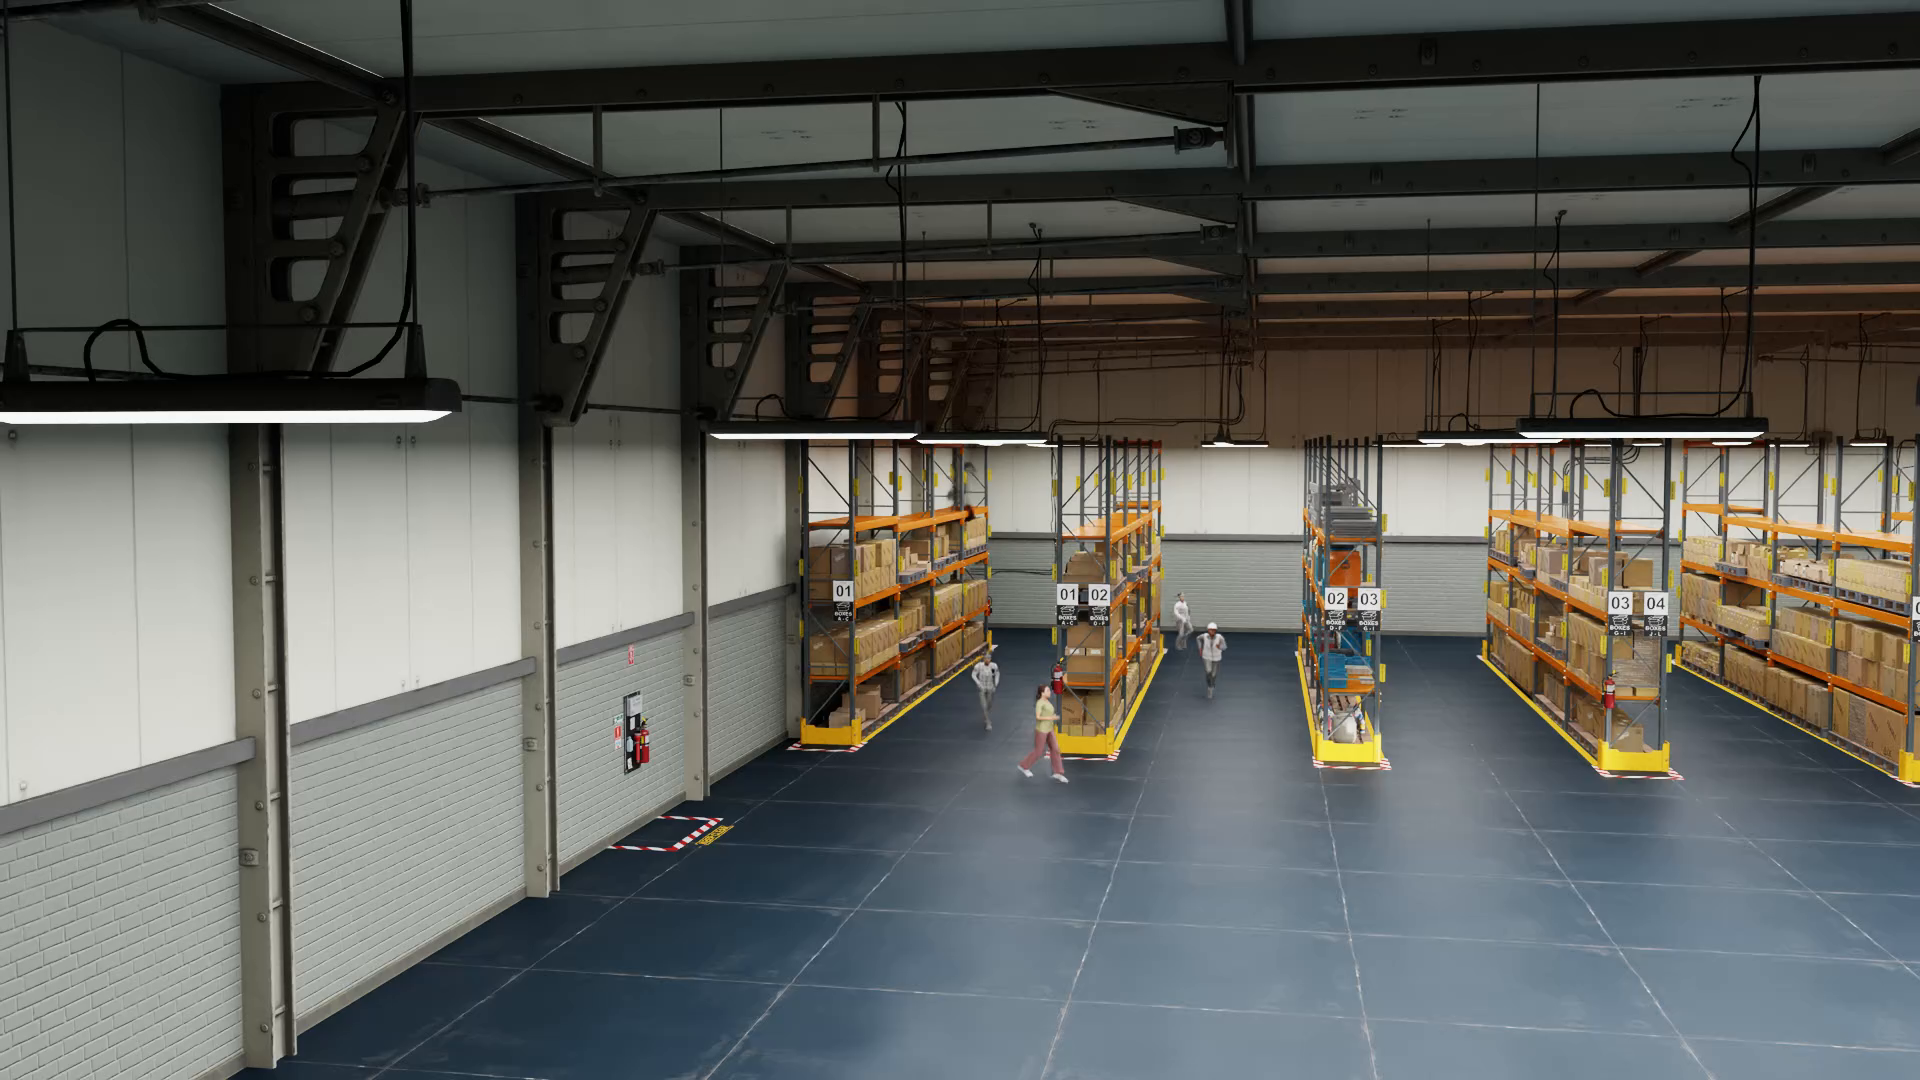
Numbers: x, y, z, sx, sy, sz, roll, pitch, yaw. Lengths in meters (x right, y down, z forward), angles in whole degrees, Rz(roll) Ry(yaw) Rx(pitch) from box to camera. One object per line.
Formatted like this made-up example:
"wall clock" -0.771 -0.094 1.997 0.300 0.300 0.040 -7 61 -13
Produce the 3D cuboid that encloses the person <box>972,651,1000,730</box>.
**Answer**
"person" 0.528 3.070 34.293 0.593 1.632 0.777 0 3 -3

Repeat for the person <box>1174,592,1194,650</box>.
"person" 6.399 2.314 47.649 0.634 1.660 0.578 -3 4 -41

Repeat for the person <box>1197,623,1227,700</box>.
"person" 5.823 2.776 38.496 0.650 1.772 0.944 0 3 0

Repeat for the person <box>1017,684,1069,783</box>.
"person" 1.430 3.324 28.681 0.931 1.692 0.573 1 3 26
